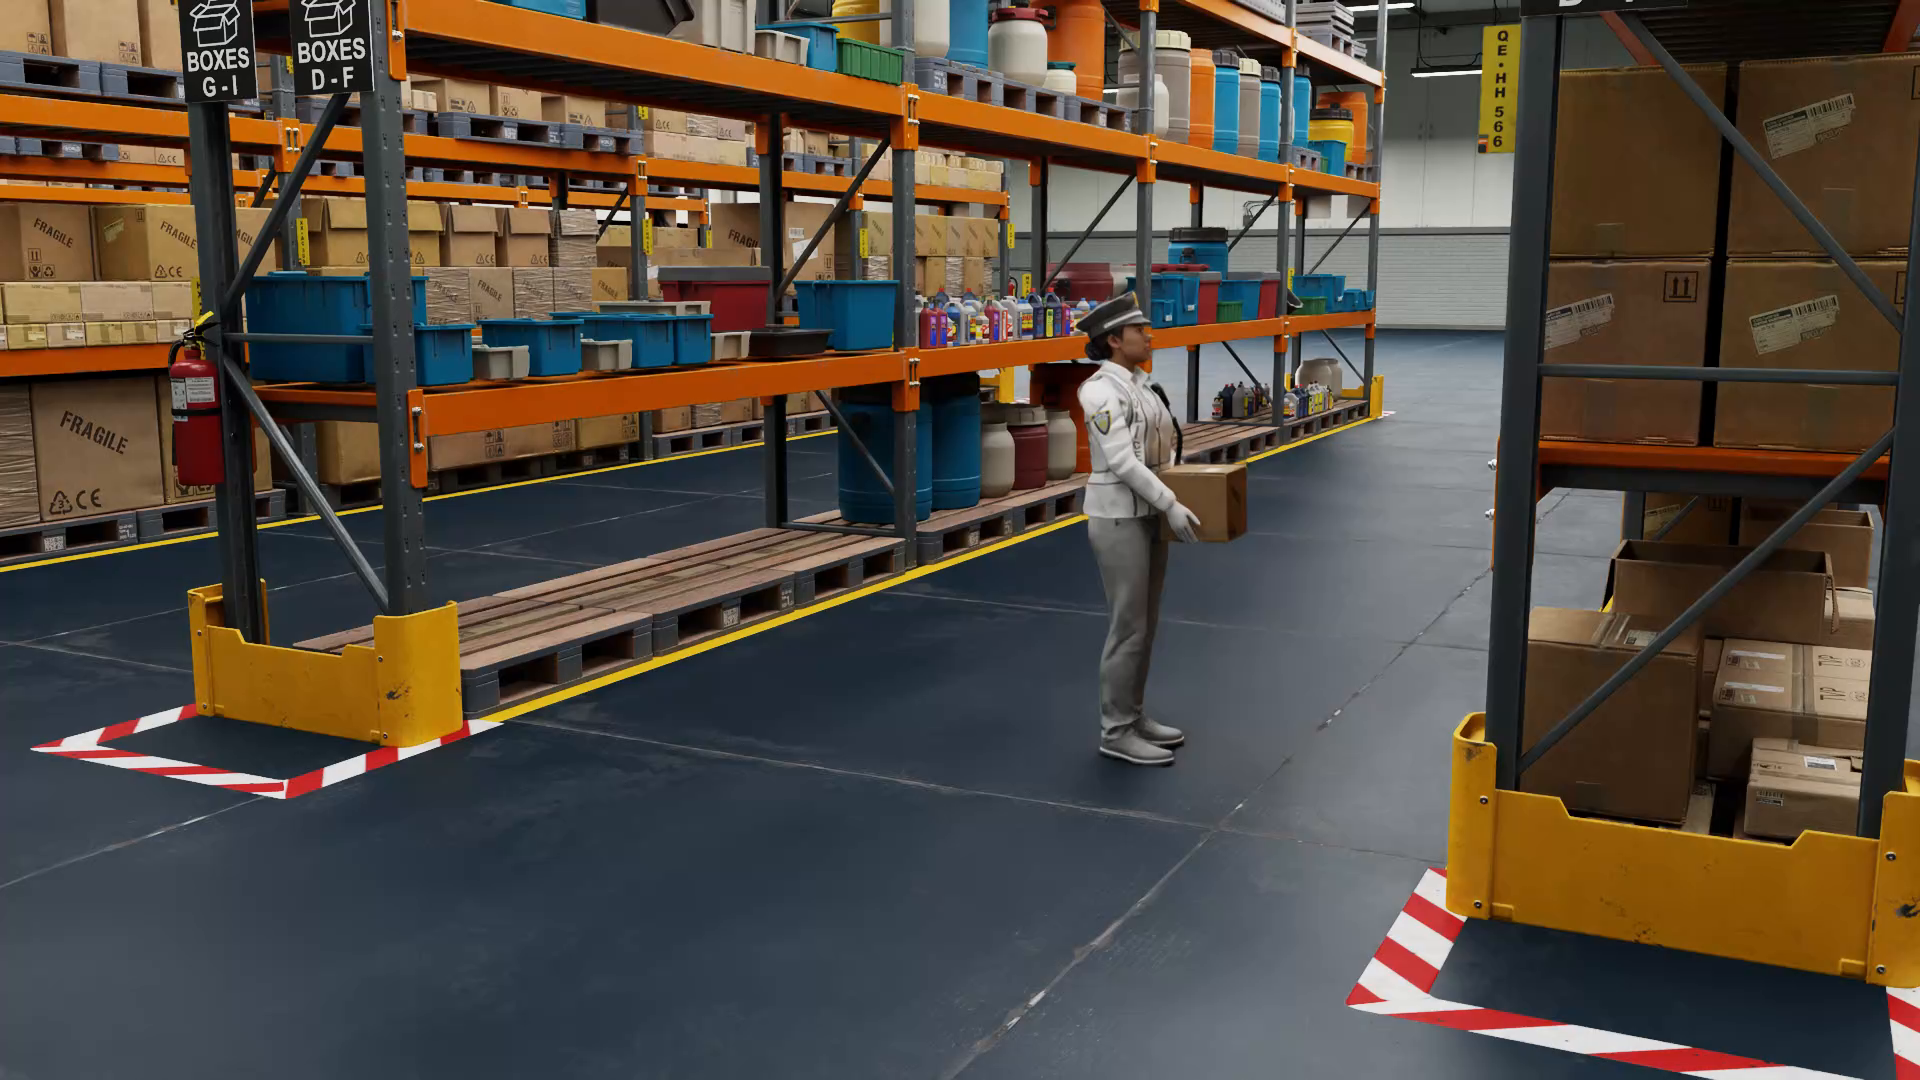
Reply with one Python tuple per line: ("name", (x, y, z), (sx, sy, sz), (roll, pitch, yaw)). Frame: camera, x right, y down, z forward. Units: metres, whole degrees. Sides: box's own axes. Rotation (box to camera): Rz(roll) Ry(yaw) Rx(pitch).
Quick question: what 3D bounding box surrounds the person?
("person", (0.678, -0.059, 6.113), (0.543, 1.700, 0.471), (5, 10, 28))
